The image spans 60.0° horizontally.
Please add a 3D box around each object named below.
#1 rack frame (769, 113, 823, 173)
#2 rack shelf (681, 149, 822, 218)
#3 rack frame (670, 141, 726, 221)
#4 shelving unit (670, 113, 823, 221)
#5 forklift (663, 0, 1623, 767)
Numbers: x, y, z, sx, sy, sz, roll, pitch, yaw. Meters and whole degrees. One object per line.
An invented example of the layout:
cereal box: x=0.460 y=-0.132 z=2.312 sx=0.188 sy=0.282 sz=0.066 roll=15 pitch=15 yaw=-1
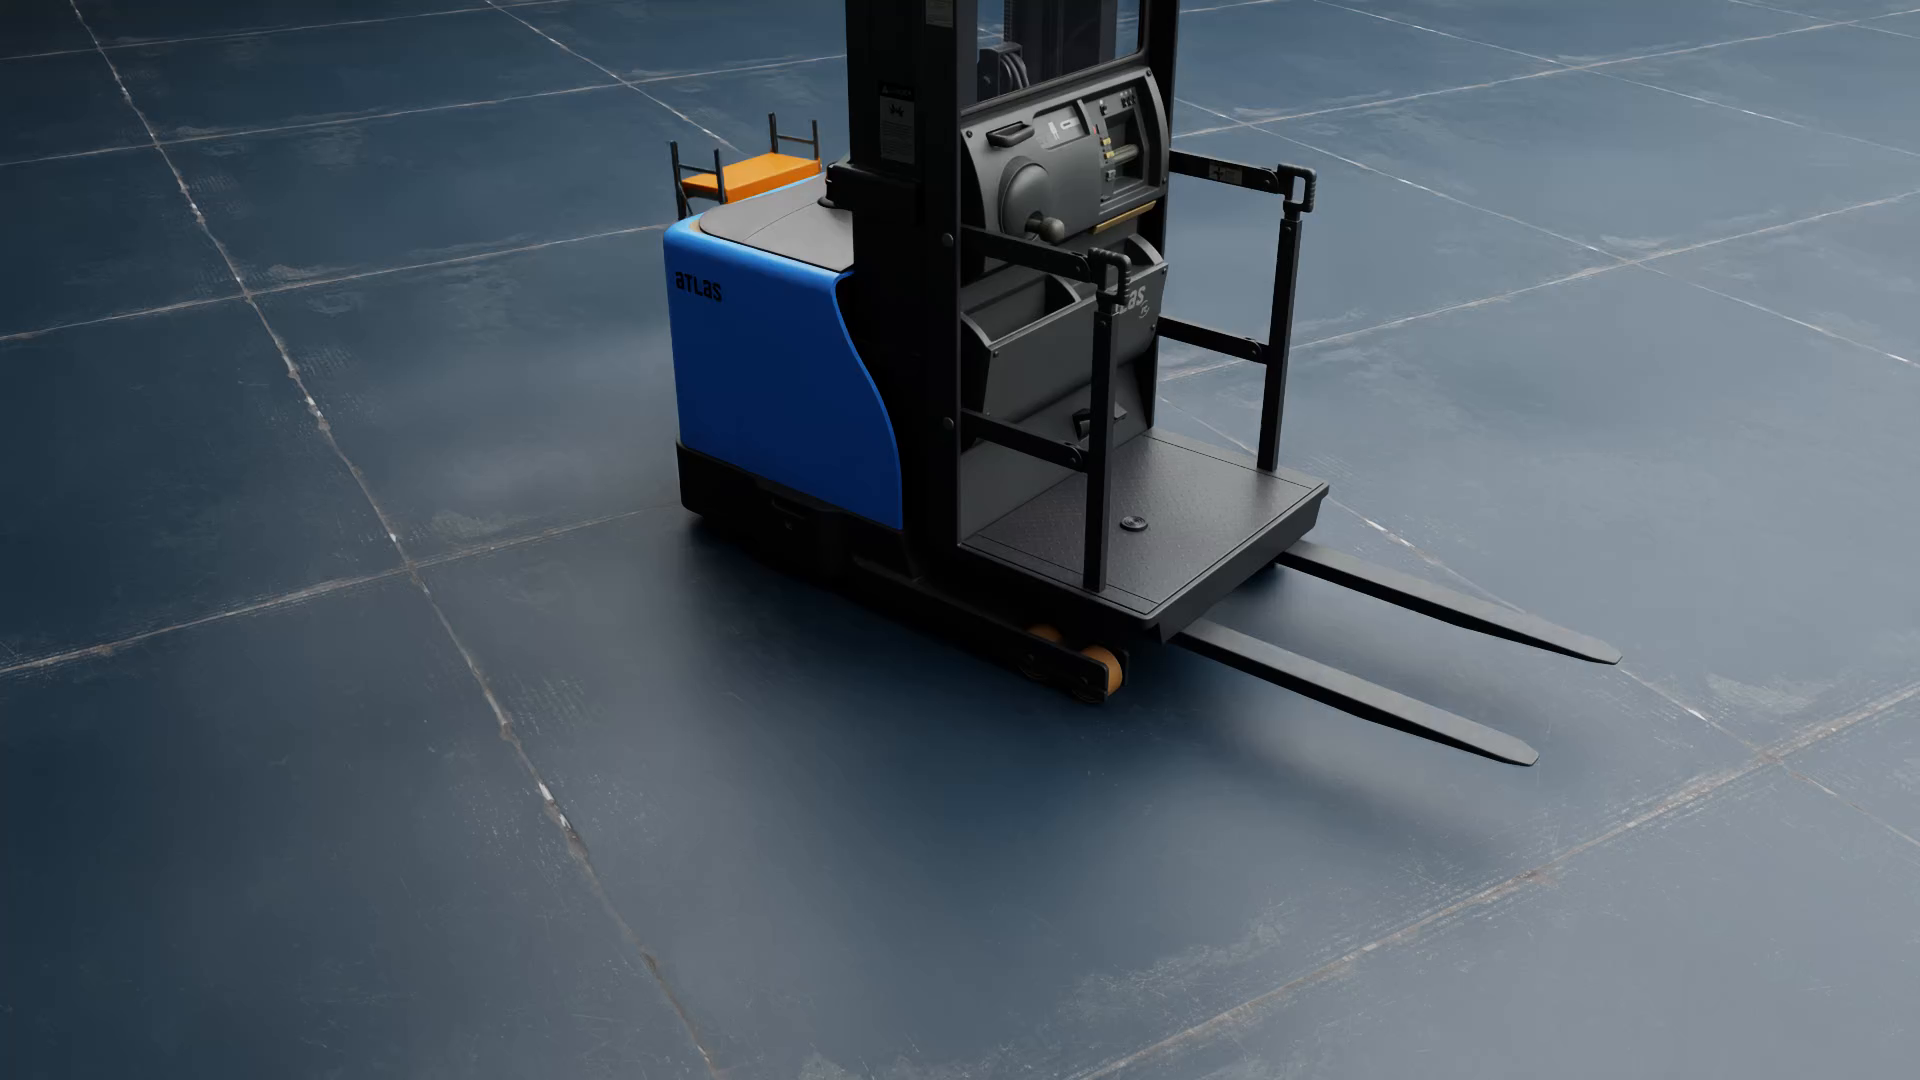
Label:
rack frame: x=-0.583 y=-1.005 z=6.318 sx=0.240 sy=1.200 sz=0.015 roll=18 pitch=34 yaw=35
rack shelf: x=-0.749 y=-1.263 z=5.971 sx=0.258 sy=0.148 sz=0.480 roll=18 pitch=34 yaw=35
rack frame: x=-0.887 y=-0.821 z=5.984 sx=0.240 sy=1.200 sz=0.015 roll=18 pitch=34 yaw=35
shelving unit: x=-0.735 y=-0.913 z=6.151 sx=0.258 sy=1.200 sz=0.503 roll=18 pitch=34 yaw=35
forklift: x=0.486 y=-1.095 z=4.701 sx=3.031 sy=2.935 sz=1.130 roll=21 pitch=35 yaw=33
